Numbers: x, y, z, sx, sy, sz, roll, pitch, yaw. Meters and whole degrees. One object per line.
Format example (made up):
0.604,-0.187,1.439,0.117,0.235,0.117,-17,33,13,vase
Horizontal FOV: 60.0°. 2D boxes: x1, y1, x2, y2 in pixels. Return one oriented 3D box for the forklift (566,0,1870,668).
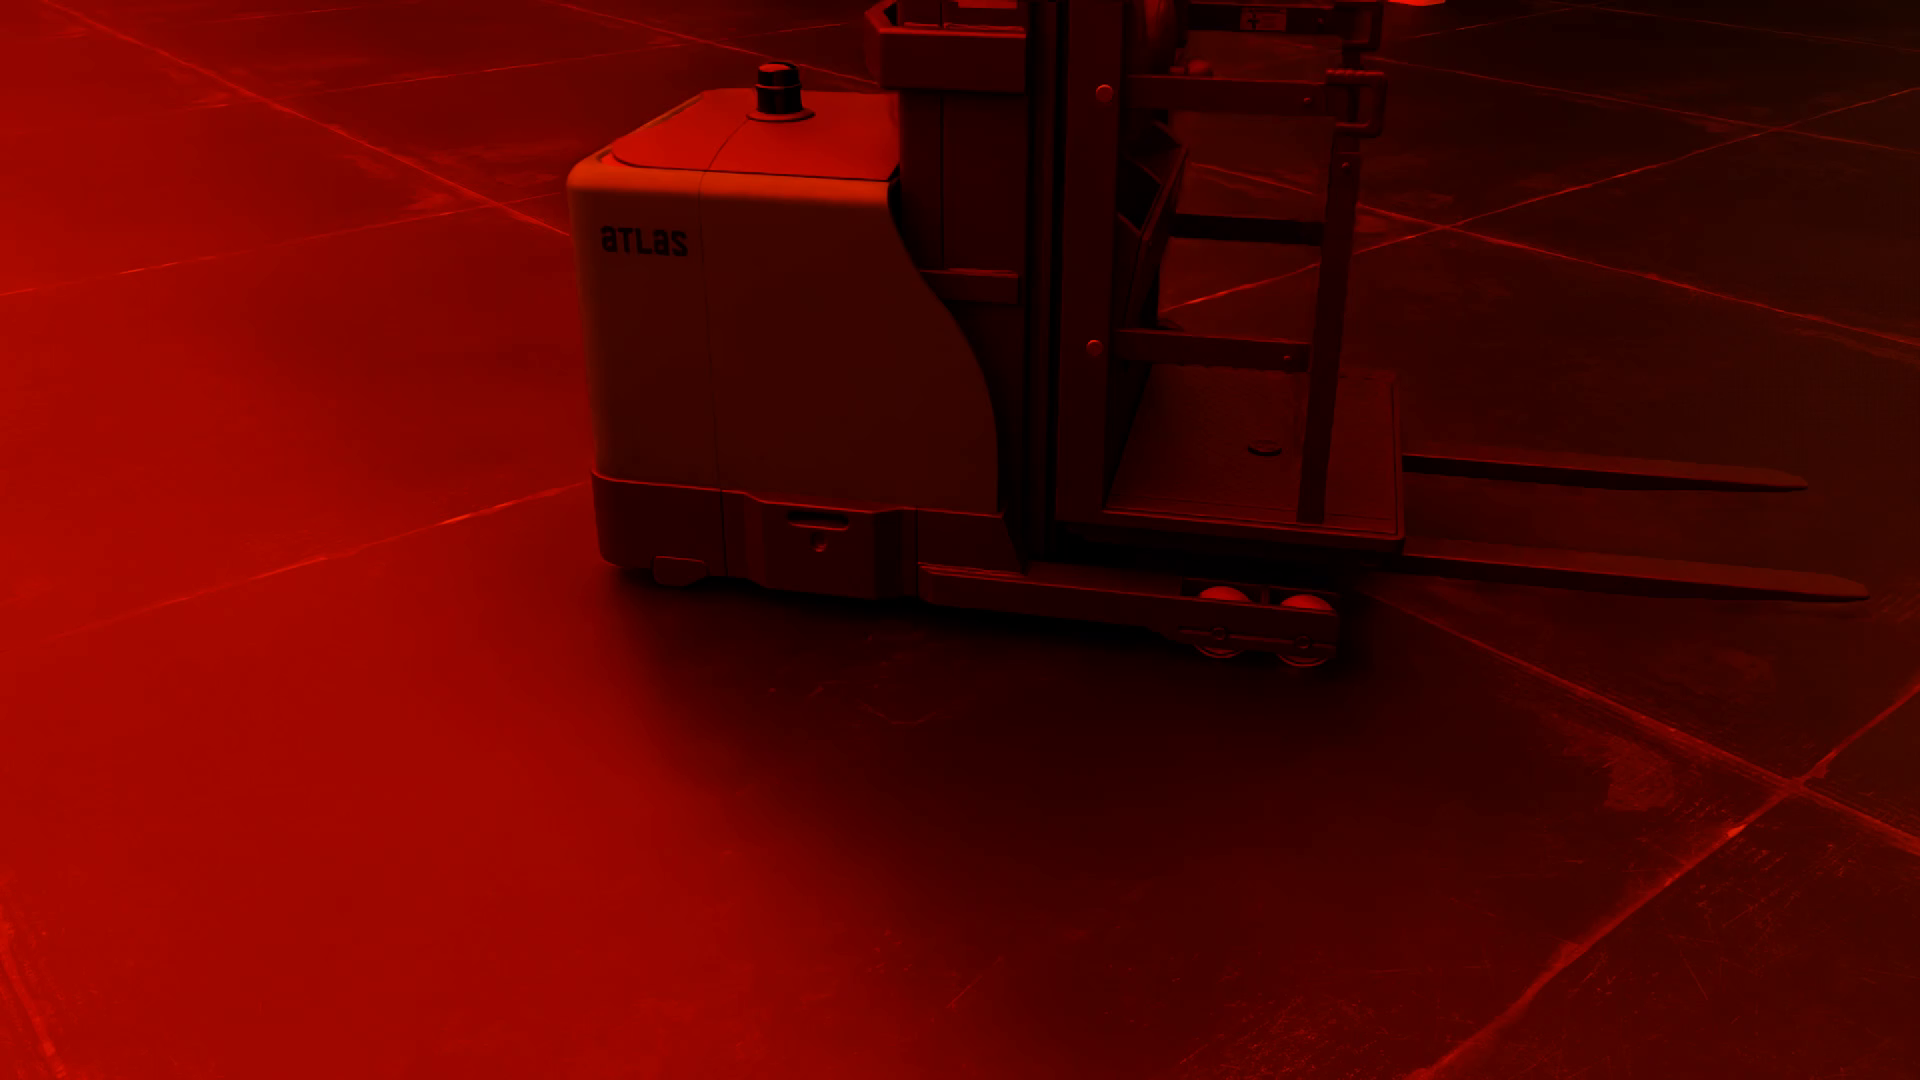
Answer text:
0.641,-1.274,3.770,3.031,2.935,1.130,6,27,11,forklift
